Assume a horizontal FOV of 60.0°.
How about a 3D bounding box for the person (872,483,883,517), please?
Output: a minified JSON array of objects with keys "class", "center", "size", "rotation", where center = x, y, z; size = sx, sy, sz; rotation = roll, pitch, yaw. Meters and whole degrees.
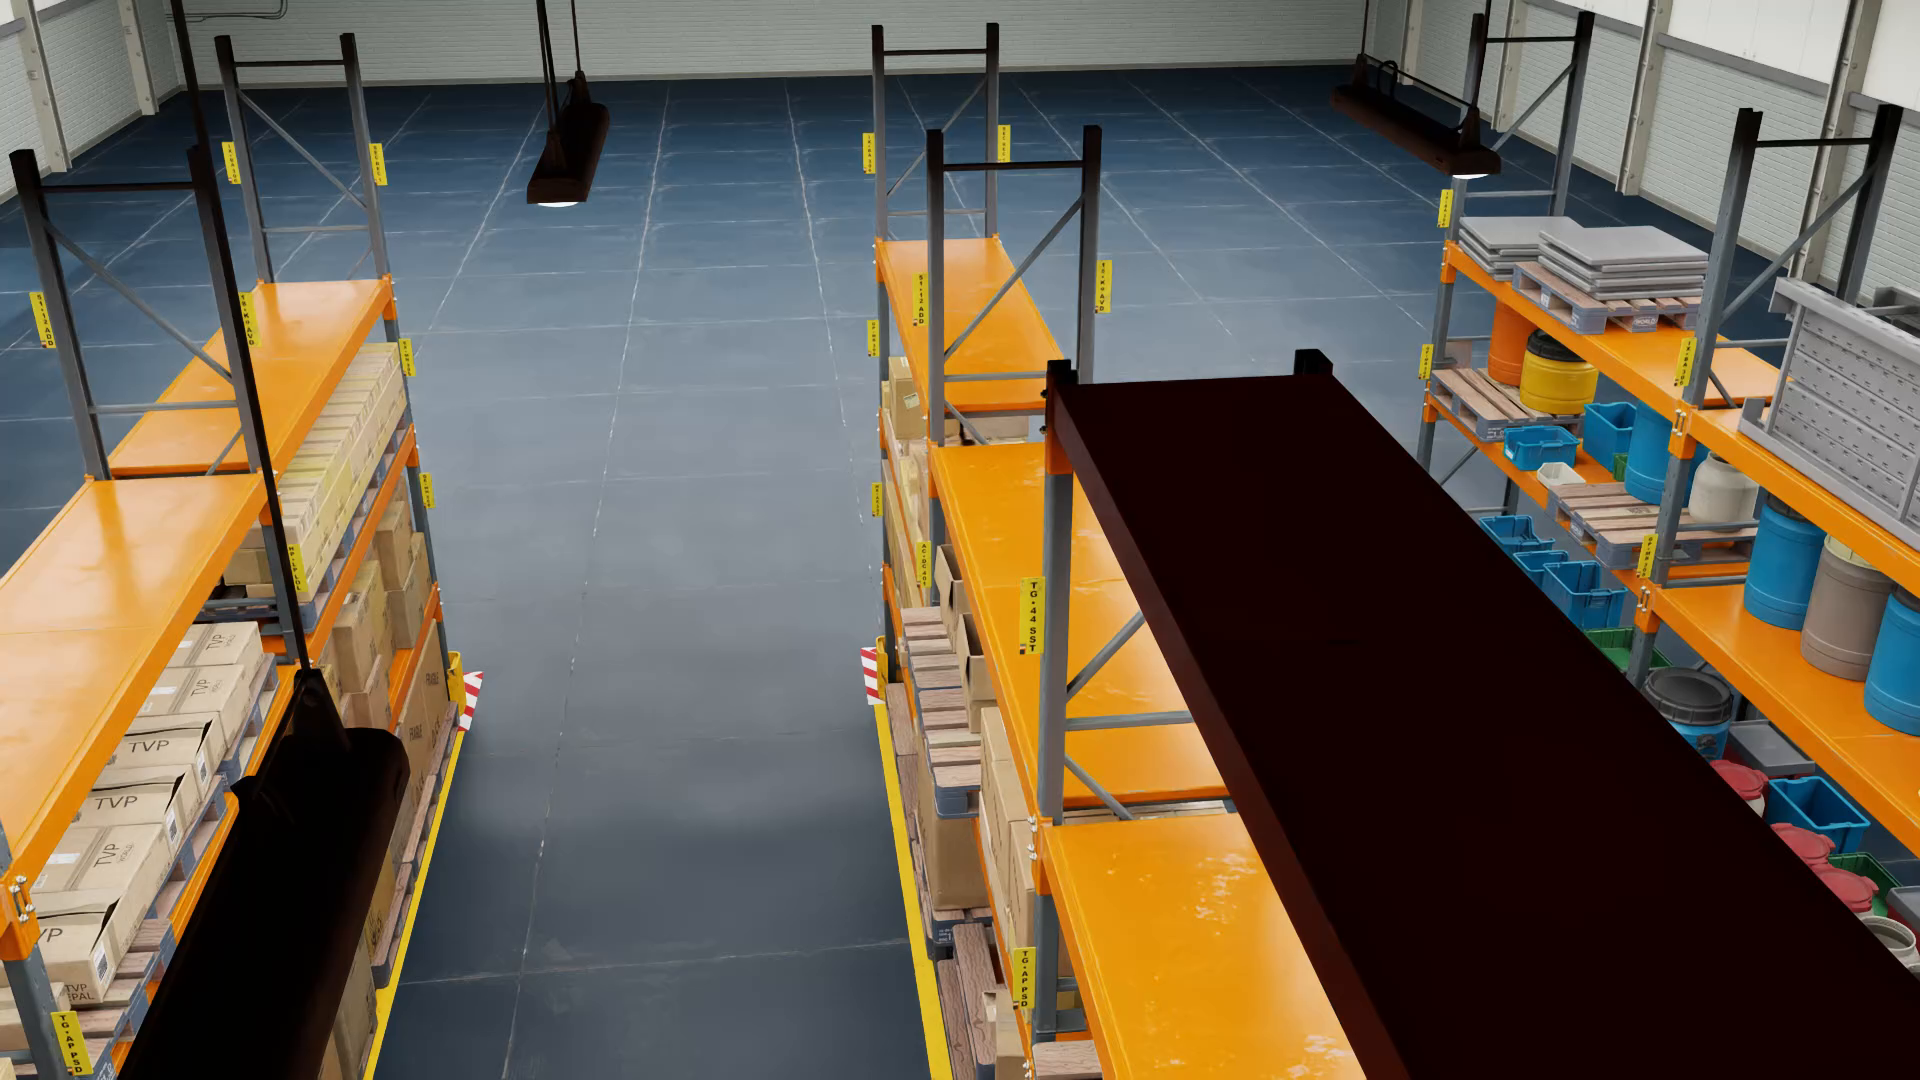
[{"class":"person","center":[0.877,0.790,14.493],"size":[2.859,2.143,2.264],"rotation":[-6,26,-13]}]
